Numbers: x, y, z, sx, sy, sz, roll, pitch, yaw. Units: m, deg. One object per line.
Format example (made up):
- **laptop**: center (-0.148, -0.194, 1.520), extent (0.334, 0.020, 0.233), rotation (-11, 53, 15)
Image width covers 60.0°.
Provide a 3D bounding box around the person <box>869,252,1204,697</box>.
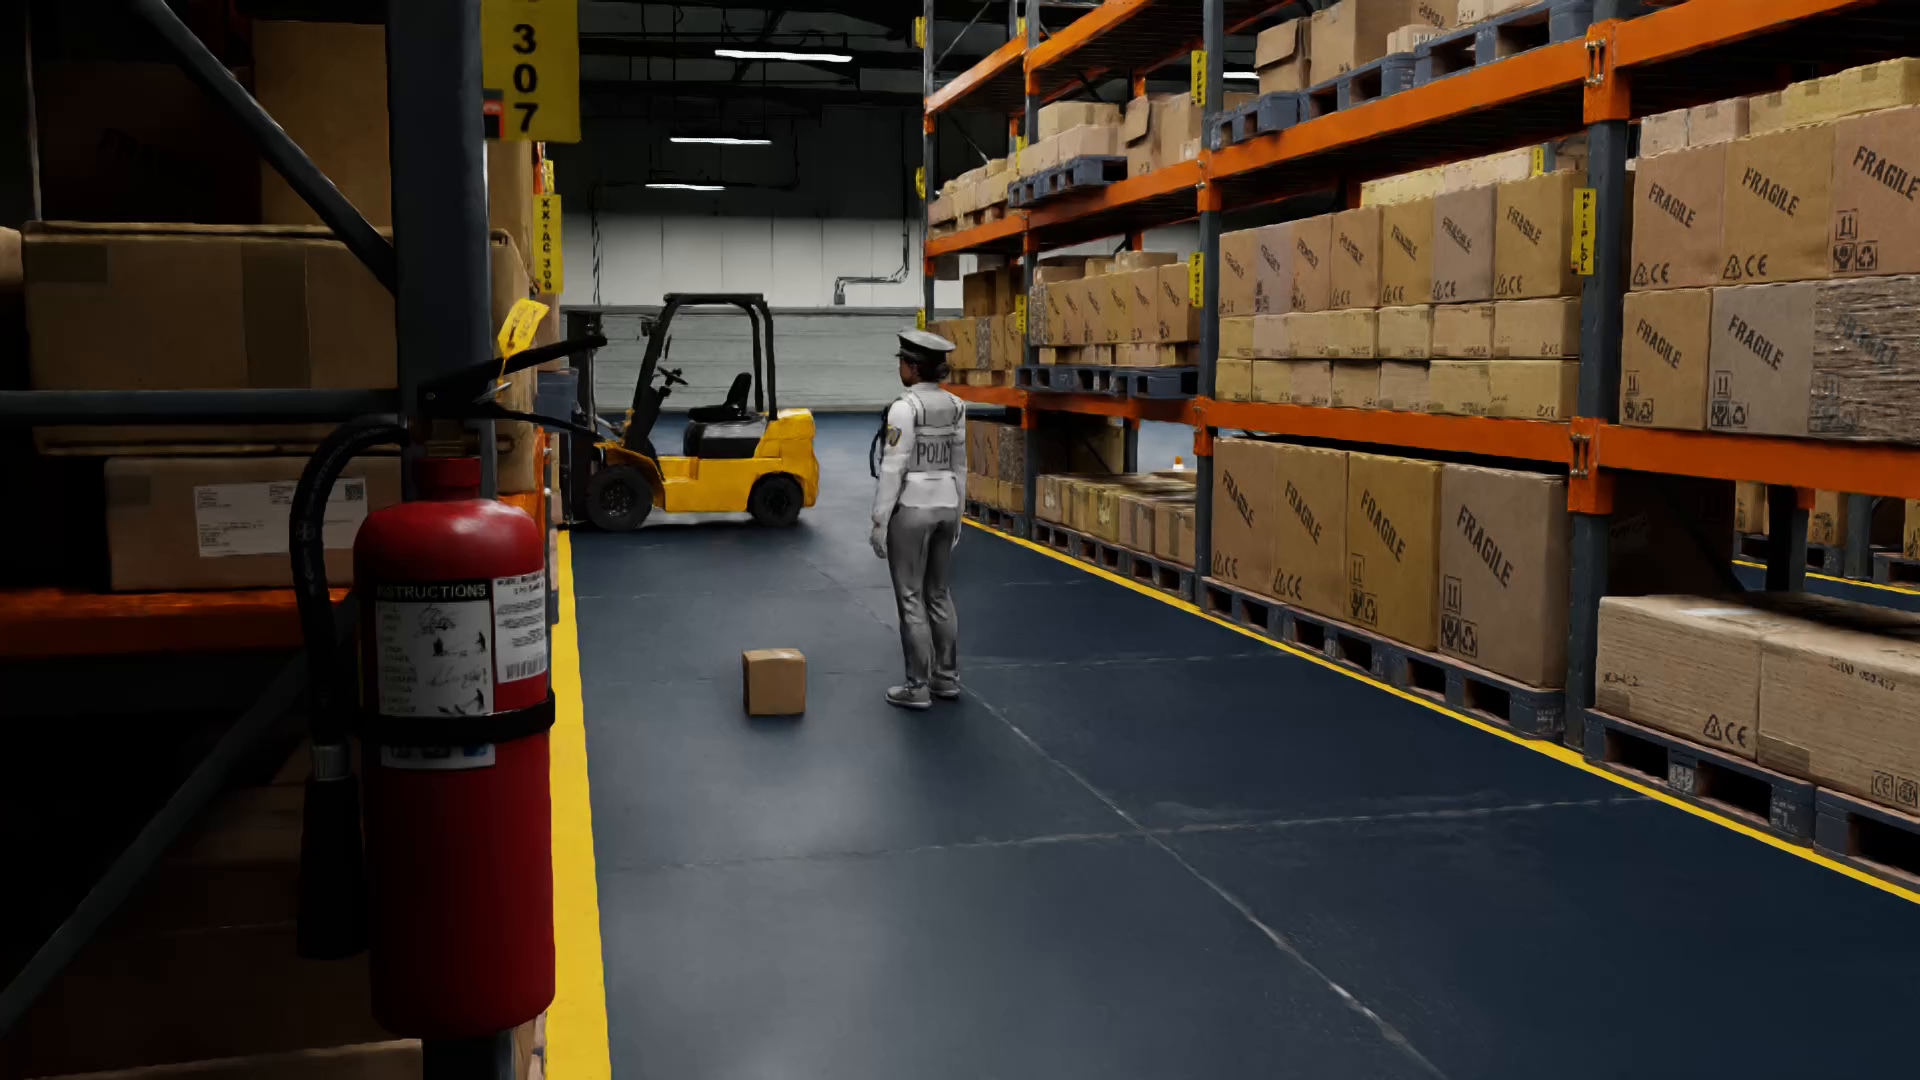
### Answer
- **person**: center (2.169, -0.714, 10.711), extent (0.748, 2.202, 8.731), rotation (5, 8, 38)
